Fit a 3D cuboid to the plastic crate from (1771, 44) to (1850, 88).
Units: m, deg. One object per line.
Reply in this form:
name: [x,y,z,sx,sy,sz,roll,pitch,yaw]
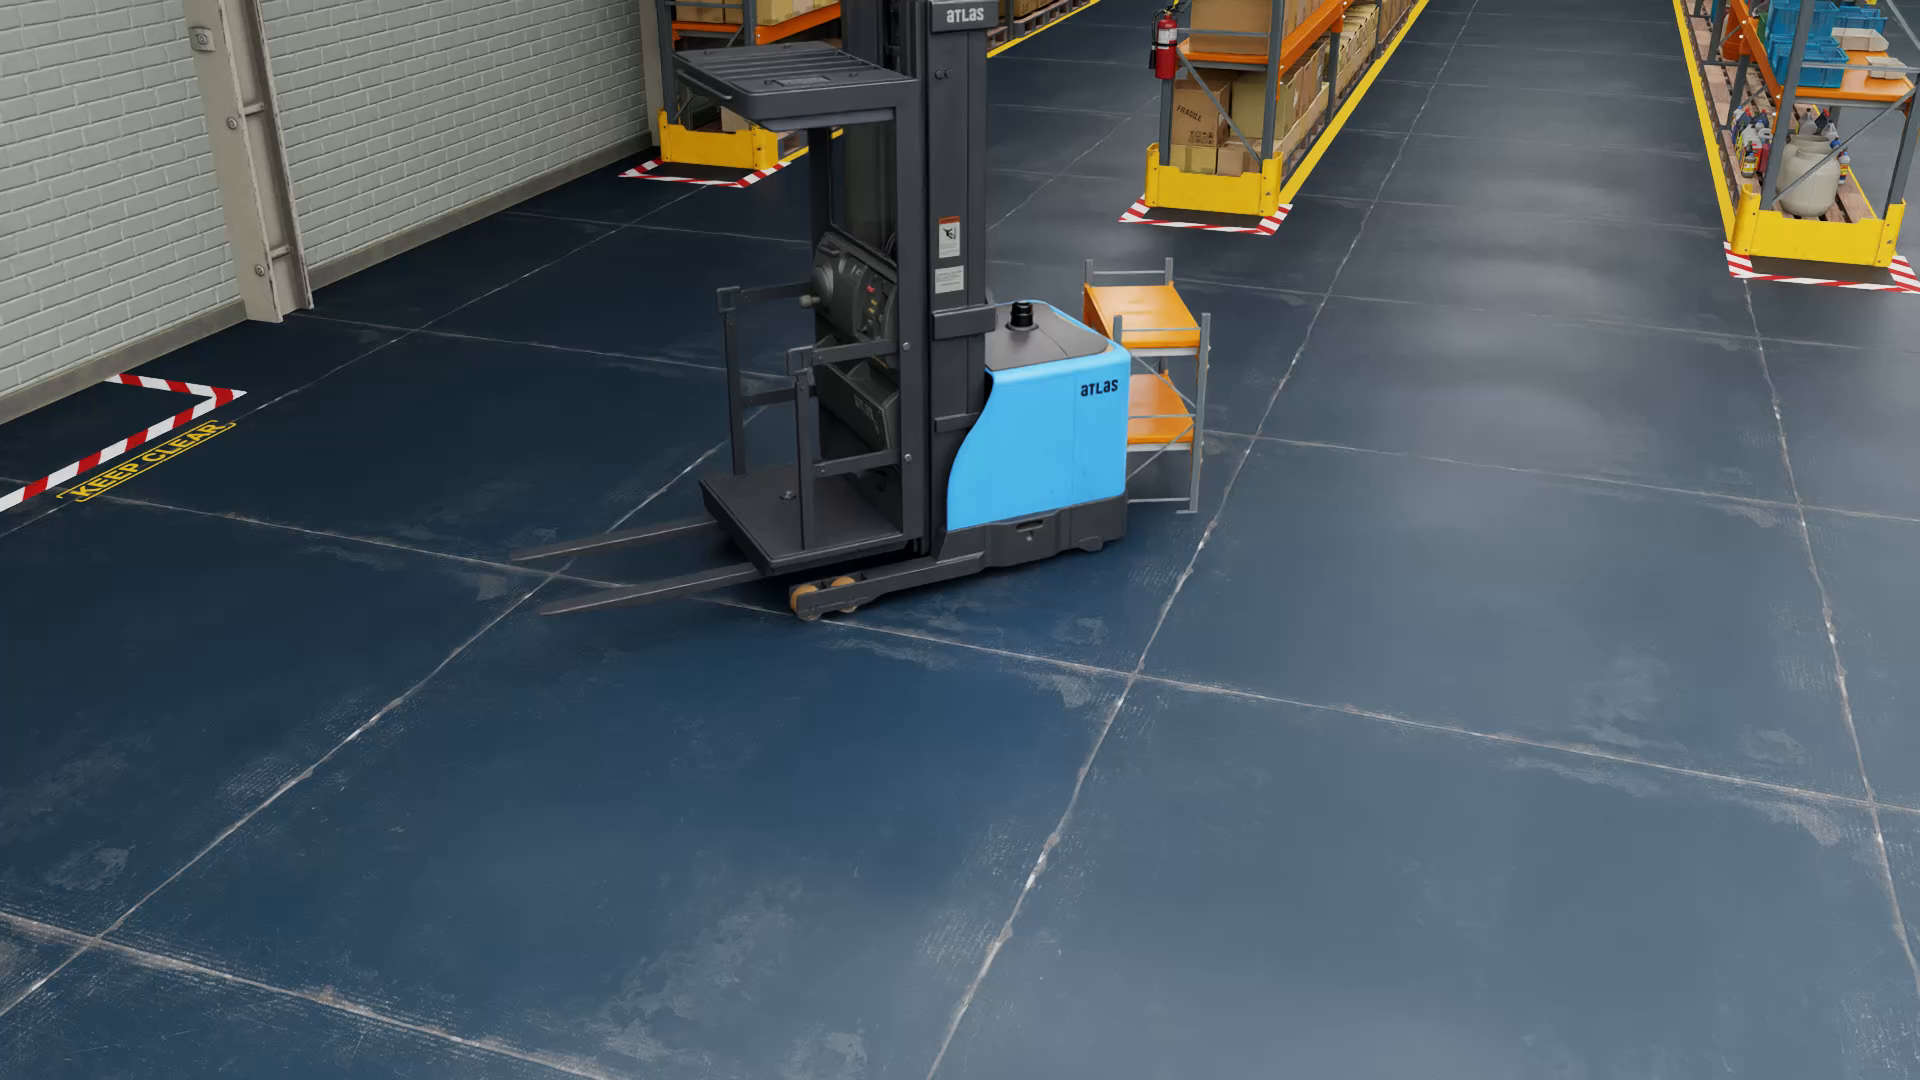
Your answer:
plastic crate: [6.816,-3.816,13.359,0.499,0.251,0.616,9,27,17]

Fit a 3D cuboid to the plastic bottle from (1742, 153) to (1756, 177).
plastic bottle: [7.130,-3.390,15.016,0.097,0.201,0.097,0,26,0]

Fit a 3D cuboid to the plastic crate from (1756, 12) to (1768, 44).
plastic crate: [7.545,-4.665,15.186,0.450,0.188,0.662,9,27,17]

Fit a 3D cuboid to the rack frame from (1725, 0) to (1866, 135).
rack frame: [8.263,-5.277,16.207,1.000,3.000,0.127,9,27,17]

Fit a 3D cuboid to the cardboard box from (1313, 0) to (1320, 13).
cardboard box: [3.282,-5.641,16.844,0.700,0.500,0.500,8,27,17]

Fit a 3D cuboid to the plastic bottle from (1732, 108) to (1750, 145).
plastic bottle: [7.603,-4.011,16.128,0.144,0.351,0.185,10,27,19]

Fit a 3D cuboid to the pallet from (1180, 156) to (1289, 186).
pallet: [2.477,-3.419,15.568,1.003,0.211,1.213,9,27,17]

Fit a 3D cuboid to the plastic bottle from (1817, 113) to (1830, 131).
plastic bottle: [8.256,-3.898,15.893,0.144,0.351,0.185,7,27,15]

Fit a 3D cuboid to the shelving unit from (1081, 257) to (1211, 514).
shelving unit: [1.003,-0.873,9.262,0.538,1.125,1.048,-2,26,-4]

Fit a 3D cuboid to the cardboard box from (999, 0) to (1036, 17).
cardboard box: [0.620,-7.862,23.531,0.750,0.750,0.750,8,27,17]

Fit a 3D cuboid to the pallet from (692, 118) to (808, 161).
pallet: [-2.082,-4.175,17.131,1.003,0.211,1.213,9,27,17]

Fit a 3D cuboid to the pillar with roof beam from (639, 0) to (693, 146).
pillar with roof beam: [1.066,-7.559,14.036,9.100,9.000,0.400,9,27,17]

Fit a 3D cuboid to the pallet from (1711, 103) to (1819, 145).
pallet: [8.488,-4.350,17.493,1.003,0.211,1.213,9,27,17]

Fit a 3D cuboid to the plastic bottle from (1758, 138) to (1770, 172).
plastic bottle: [7.340,-3.512,15.173,0.061,0.283,0.133,9,27,17]

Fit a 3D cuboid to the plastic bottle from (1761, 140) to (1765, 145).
plastic bottle: [7.465,-3.616,15.482,0.097,0.201,0.097,0,26,0]

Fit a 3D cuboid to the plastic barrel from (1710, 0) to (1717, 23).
plastic barrel: [10.728,-7.588,22.906,0.600,0.901,0.708,9,27,17]

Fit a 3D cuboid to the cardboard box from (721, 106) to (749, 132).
cardboard box: [-2.096,-4.329,16.830,0.500,0.311,0.500,6,26,12]

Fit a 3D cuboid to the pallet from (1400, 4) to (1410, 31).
pallet: [6.020,-7.690,24.390,1.003,0.211,1.213,9,27,17]

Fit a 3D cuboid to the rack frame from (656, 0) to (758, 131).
rack frame: [-2.411,-5.070,15.779,1.000,3.000,0.127,9,27,17]

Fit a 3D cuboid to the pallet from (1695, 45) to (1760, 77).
pallet: [9.817,-5.996,20.892,1.003,0.211,1.213,9,27,17]

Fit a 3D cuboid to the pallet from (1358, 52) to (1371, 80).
pallet: [4.613,-6.053,21.010,1.003,0.211,1.213,9,27,17]

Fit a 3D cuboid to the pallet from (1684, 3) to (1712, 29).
pallet: [11.133,-7.617,24.241,1.003,0.211,1.213,9,27,17]

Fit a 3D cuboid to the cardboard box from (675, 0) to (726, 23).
cardboard box: [-2.438,-5.232,16.263,0.500,0.250,0.500,9,27,18]

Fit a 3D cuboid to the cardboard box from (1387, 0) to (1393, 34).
cardboard box: [5.514,-7.075,22.285,0.500,0.500,0.500,8,27,16]

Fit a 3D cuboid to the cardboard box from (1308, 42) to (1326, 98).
cardboard box: [3.467,-4.860,17.158,0.500,0.500,0.500,9,27,17]

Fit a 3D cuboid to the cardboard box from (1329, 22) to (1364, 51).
cardboard box: [4.476,-5.967,19.661,0.500,0.311,0.500,10,27,19]

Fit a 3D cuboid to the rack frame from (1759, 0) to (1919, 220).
rack frame: [6.932,-3.633,12.812,1.000,3.000,0.127,9,27,17]

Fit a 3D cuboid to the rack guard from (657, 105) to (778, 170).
rack guard: [-2.385,-3.976,16.389,1.175,0.500,0.348,9,27,17]

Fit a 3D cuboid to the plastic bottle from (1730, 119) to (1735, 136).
plastic bottle: [7.710,-4.107,16.496,0.097,0.201,0.097,0,26,0]

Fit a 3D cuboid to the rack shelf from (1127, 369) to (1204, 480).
rack shelf: [1.003,-0.653,9.369,0.538,0.278,1.000,-2,26,-4]

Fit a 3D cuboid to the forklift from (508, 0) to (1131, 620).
forklift: [-0.690,-1.197,7.859,3.031,2.935,1.130,-12,28,-23]

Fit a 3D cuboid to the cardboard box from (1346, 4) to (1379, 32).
cardboard box: [4.982,-6.594,20.956,0.500,0.311,0.500,9,27,19]

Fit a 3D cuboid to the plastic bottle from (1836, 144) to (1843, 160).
plastic bottle: [7.943,-3.444,15.047,0.097,0.271,0.097,0,26,0]

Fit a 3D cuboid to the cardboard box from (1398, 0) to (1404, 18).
cardboard box: [6.022,-7.705,23.586,0.500,0.500,0.500,9,27,18]

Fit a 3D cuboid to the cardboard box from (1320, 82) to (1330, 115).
cardboard box: [3.645,-4.726,17.743,0.500,0.250,0.500,9,27,17]

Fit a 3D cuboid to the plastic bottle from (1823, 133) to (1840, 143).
plastic bottle: [8.091,-3.665,15.498,0.152,0.276,0.135,9,27,18]

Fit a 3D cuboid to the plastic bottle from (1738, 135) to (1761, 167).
plastic bottle: [7.285,-3.580,15.323,0.152,0.276,0.135,8,27,16]

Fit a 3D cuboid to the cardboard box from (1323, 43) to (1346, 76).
cardboard box: [3.965,-5.335,18.356,0.500,0.311,0.500,9,27,18]

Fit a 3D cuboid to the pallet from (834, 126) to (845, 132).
pallet: [-1.674,-4.675,18.163,1.003,0.211,1.213,9,27,17]

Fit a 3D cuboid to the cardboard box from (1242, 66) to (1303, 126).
cardboard box: [2.969,-4.243,15.885,0.500,0.500,0.500,9,27,17]

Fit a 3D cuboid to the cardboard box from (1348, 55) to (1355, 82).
cardboard box: [4.302,-5.501,19.344,0.500,0.250,0.500,8,27,16]

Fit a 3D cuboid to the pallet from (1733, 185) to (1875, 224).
pallet: [7.188,-2.749,14.186,1.003,0.211,1.213,9,27,17]

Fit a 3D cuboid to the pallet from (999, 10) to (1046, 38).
pallet: [0.585,-7.416,23.824,1.003,0.211,1.213,9,27,17]

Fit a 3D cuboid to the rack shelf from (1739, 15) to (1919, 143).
rack shelf: [7.597,-4.131,14.666,1.077,0.370,4.000,9,27,17]

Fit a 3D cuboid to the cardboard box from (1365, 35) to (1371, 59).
cardboard box: [4.811,-6.128,20.639,0.500,0.250,0.500,8,27,17]

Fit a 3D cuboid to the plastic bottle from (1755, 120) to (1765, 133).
plastic bottle: [7.669,-3.899,15.986,0.097,0.271,0.097,0,26,0]

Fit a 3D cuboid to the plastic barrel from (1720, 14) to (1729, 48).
plastic barrel: [9.844,-6.439,20.979,0.421,0.512,0.421,0,26,0]

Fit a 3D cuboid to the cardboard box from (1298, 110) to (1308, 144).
cardboard box: [3.151,-4.109,16.468,0.500,0.250,0.500,9,27,17]

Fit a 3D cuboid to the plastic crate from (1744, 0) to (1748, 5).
plastic crate: [8.337,-5.768,17.240,0.392,0.384,0.575,9,27,17]

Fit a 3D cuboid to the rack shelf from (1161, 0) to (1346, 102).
rack shelf: [2.928,-4.851,16.153,1.077,0.370,4.000,9,27,17]

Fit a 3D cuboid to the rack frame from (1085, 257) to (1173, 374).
rack frame: [0.965,-1.094,9.719,0.500,1.125,0.032,-2,26,-4]

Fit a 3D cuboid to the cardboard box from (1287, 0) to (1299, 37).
cardboard box: [2.770,-5.008,15.536,0.700,0.500,0.500,9,27,18]

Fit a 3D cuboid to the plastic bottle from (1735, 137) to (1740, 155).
plastic bottle: [7.424,-3.754,15.767,0.097,0.201,0.097,0,26,0]

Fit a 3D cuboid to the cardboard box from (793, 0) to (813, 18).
cardboard box: [-1.789,-5.382,16.572,0.500,0.250,0.500,8,27,16]

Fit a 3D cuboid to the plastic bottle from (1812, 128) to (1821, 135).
plastic bottle: [8.044,-3.739,15.642,0.061,0.283,0.133,9,27,17]

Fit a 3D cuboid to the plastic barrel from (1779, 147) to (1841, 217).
plastic barrel: [7.079,-2.984,13.844,0.421,0.512,0.421,0,26,0]

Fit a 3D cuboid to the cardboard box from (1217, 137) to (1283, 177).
cardboard box: [2.650,-3.493,15.195,0.500,0.250,0.500,9,27,17]
